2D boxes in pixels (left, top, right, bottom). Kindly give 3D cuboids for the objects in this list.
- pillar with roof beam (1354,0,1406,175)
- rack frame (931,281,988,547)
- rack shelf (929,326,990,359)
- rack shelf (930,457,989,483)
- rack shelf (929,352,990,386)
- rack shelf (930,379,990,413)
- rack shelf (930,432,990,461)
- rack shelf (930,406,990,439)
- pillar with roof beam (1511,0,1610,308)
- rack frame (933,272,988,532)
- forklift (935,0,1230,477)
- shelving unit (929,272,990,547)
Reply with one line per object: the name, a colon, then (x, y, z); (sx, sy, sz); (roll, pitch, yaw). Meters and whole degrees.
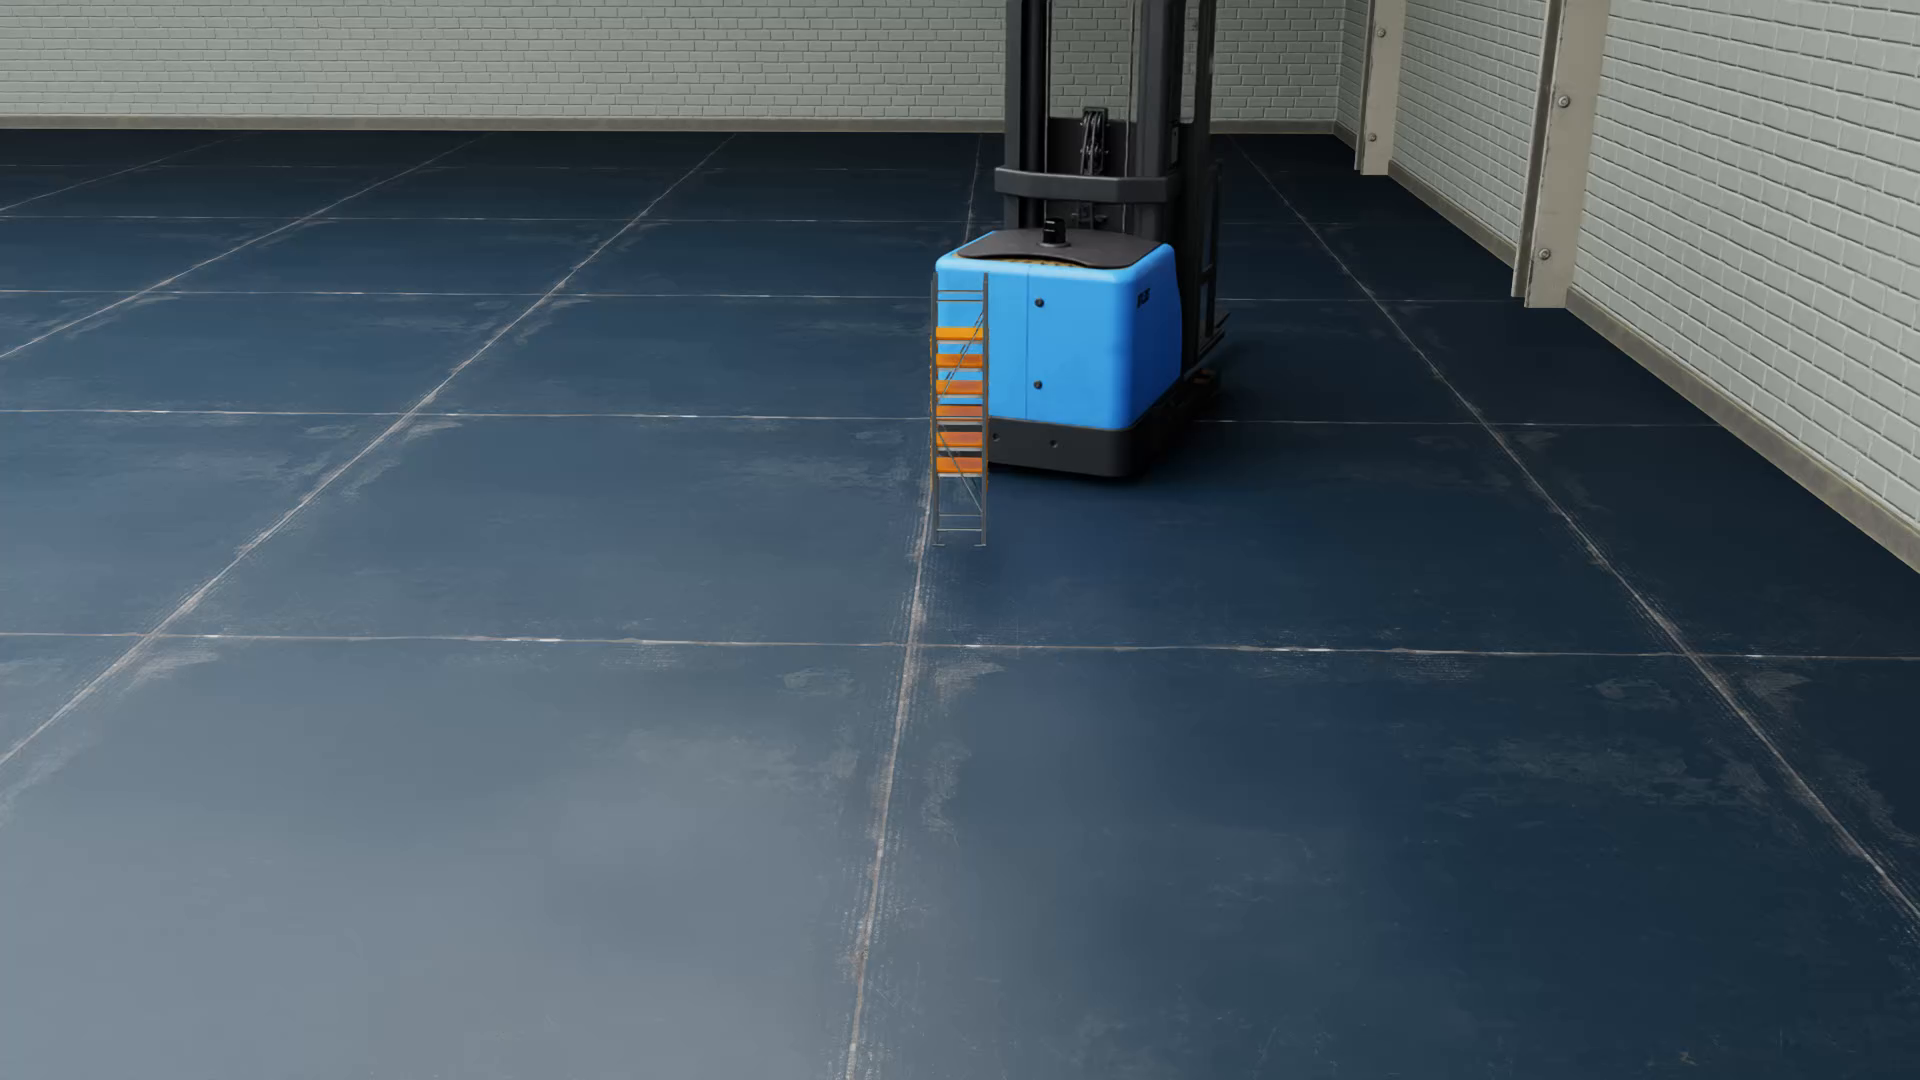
pillar with roof beam: (0.046, -8.126, 16.033); (9.100, 9.000, 0.400); (1, 21, 2)
rack frame: (-0.002, -0.532, 7.240); (0.240, 1.200, 0.006); (1, 21, 2)
rack shelf: (0.000, -0.859, 7.211); (0.258, 0.103, 0.180); (1, 21, 2)
rack shelf: (0.000, -0.299, 7.428); (0.258, 0.103, 0.180); (1, 21, 2)
rack shelf: (0.000, -0.747, 7.255); (0.258, 0.103, 0.180); (1, 21, 2)
rack shelf: (0.000, -0.635, 7.298); (0.258, 0.103, 0.180); (1, 21, 2)
rack shelf: (0.000, -0.411, 7.385); (0.258, 0.103, 0.180); (1, 21, 2)
rack shelf: (0.000, -0.523, 7.341); (0.258, 0.103, 0.180); (1, 21, 2)
pillar with roof beam: (-0.137, -5.957, 10.442); (9.100, 9.000, 0.400); (1, 21, 2)
rack frame: (0.003, -0.598, 7.411); (0.240, 1.200, 0.006); (1, 21, 2)
forklift: (0.873, -2.174, 9.080); (1.130, 2.935, 3.031); (8, 23, 20)
shelving unit: (0.000, -0.565, 7.325); (0.258, 1.200, 0.189); (1, 21, 2)
